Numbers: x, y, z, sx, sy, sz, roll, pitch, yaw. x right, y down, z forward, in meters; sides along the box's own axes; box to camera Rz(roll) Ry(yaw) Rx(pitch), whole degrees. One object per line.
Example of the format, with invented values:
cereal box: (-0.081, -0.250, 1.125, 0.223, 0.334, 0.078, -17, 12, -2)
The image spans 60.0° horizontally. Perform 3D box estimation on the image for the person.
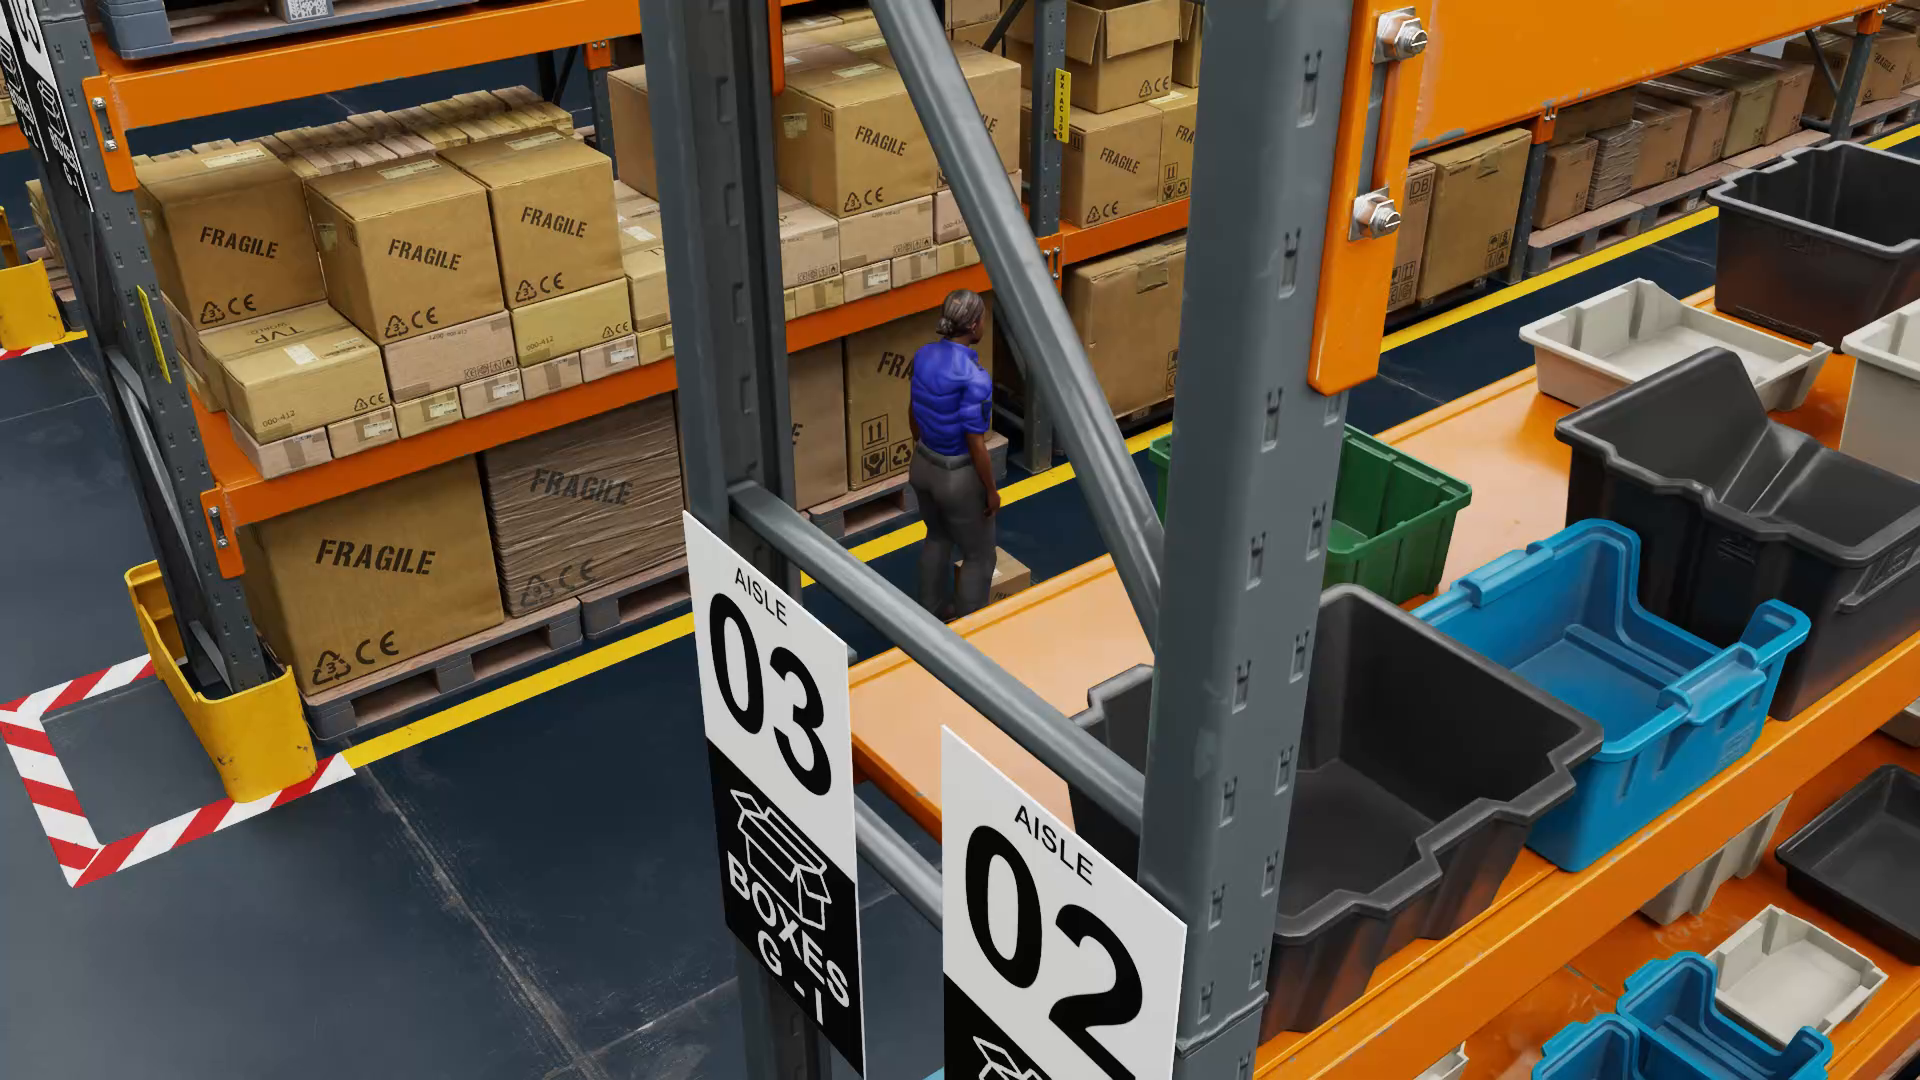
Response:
person: (-0.011, -0.271, 7.069, 0.346, 1.654, 0.493, -24, 39, -33)
